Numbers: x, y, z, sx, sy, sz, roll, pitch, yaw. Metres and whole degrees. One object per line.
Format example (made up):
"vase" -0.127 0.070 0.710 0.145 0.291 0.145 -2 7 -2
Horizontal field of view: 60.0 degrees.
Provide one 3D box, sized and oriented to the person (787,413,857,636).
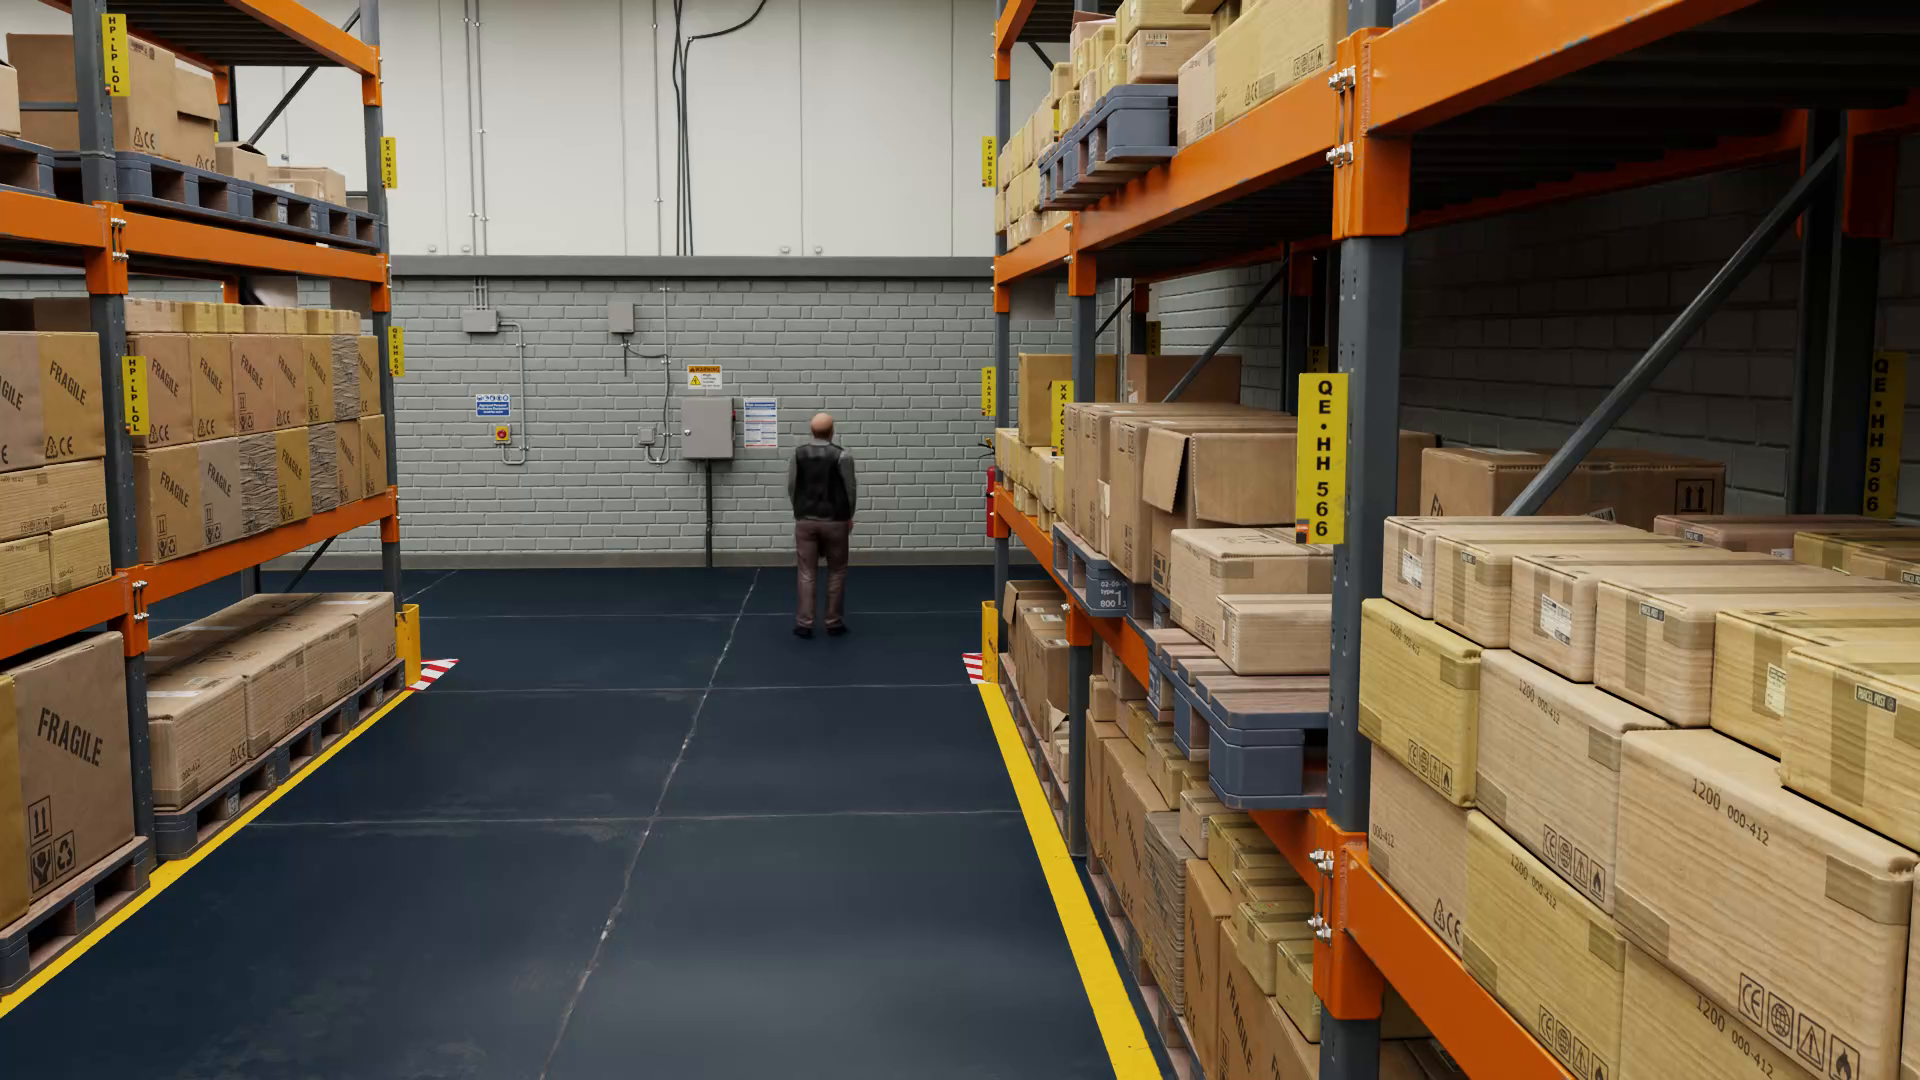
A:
"person" -1.068 -0.117 12.836 0.548 1.721 0.509 1 7 9
